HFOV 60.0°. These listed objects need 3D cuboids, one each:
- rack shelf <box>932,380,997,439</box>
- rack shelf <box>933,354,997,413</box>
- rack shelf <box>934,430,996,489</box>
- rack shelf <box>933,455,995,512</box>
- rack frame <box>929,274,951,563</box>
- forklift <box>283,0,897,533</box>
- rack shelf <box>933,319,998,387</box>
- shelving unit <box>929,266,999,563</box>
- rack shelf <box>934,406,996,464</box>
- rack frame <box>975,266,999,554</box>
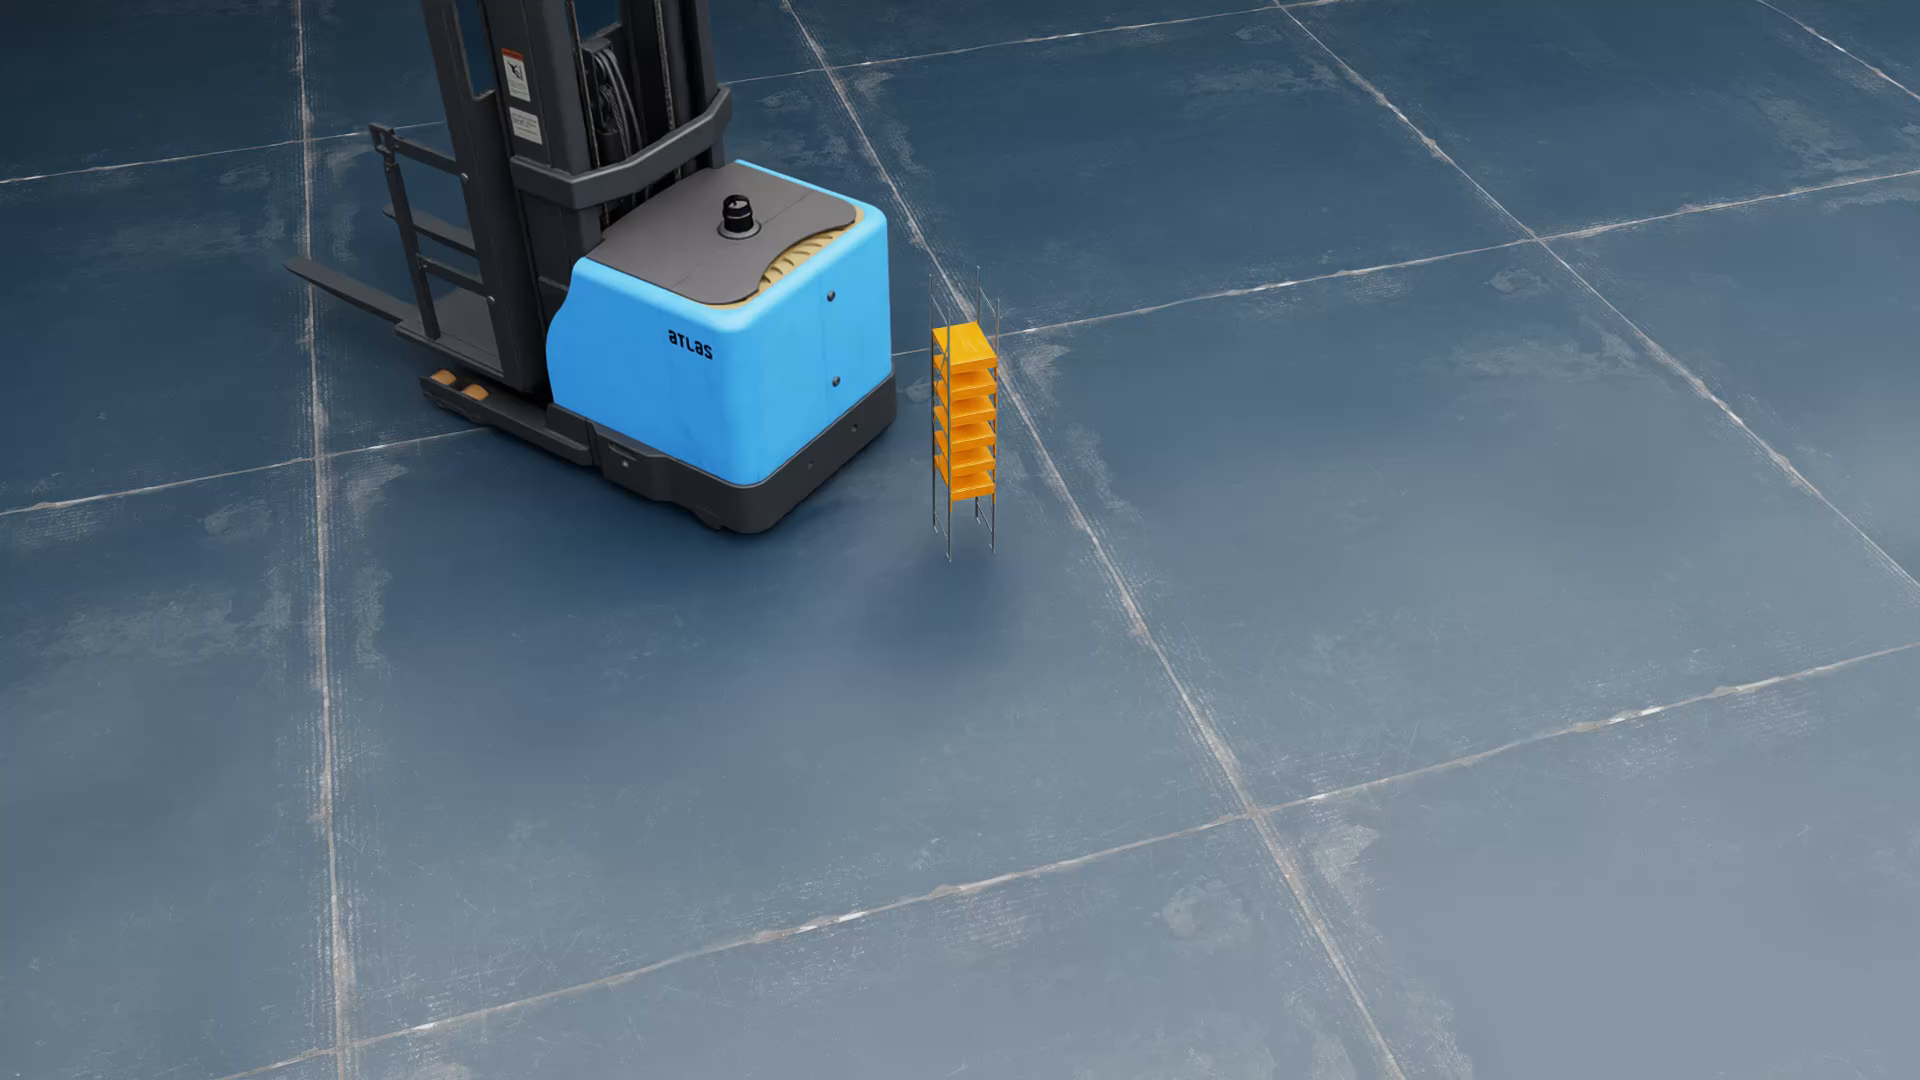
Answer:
[{"bbox_3d":[0.014,-0.512,6.309,0.180,0.103,0.258,-12,42,-13],"label":"rack shelf"},{"bbox_3d":[0.014,-0.602,6.230,0.180,0.103,0.258,-12,42,-13],"label":"rack shelf"},{"bbox_3d":[0.014,-0.331,6.467,0.180,0.103,0.258,-12,42,-13],"label":"rack shelf"},{"bbox_3d":[0.014,-0.241,6.546,0.180,0.103,0.258,-12,42,-13],"label":"rack shelf"},{"bbox_3d":[-0.073,-0.437,6.338,0.006,1.200,0.240,-12,42,-13],"label":"rack frame"},{"bbox_3d":[-1.786,-1.888,6.683,3.031,2.935,1.130,24,46,25],"label":"forklift"},{"bbox_3d":[0.014,-0.692,6.151,0.180,0.103,0.258,-12,42,-13],"label":"rack shelf"},{"bbox_3d":[0.014,-0.455,6.359,0.189,1.200,0.258,-12,42,-13],"label":"shelving unit"},{"bbox_3d":[0.014,-0.421,6.388,0.180,0.103,0.258,-12,42,-13],"label":"rack shelf"},{"bbox_3d":[0.101,-0.473,6.379,0.006,1.200,0.240,-12,42,-13],"label":"rack frame"}]
